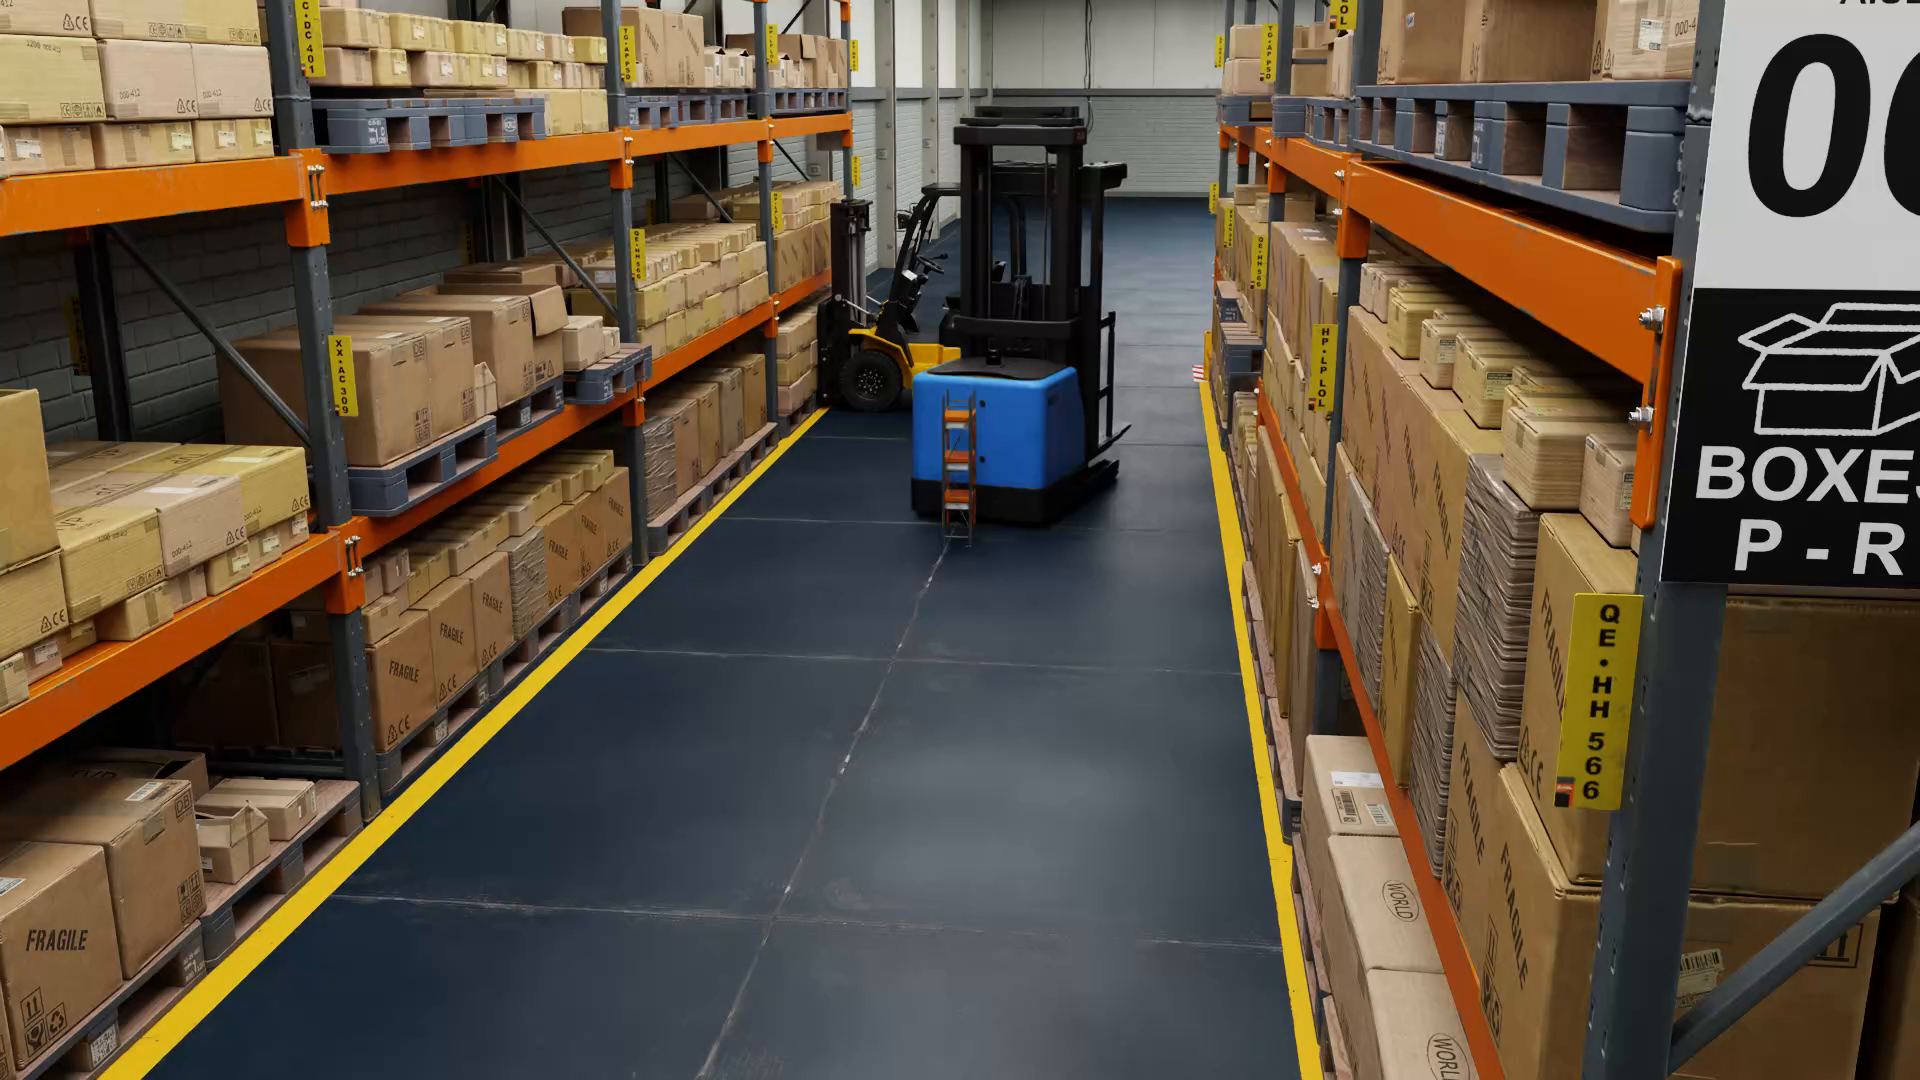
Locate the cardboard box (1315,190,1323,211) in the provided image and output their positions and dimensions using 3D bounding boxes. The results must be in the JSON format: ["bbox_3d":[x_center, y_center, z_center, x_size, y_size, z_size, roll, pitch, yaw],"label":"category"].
[{"bbox_3d":[2.915,-2.588,12.677,0.380,0.149,0.250,1,15,5],"label":"cardboard box"}]

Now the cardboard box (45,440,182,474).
[{"bbox_3d":[-3.352,-0.207,6.397,0.500,0.250,0.500,2,15,6],"label":"cardboard box"}]

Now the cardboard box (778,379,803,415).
[{"bbox_3d":[-1.741,-1.322,15.267,0.500,0.250,0.500,2,15,7],"label":"cardboard box"}]

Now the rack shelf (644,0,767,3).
[{"bbox_3d":[-2.351,-4.168,11.980,1.077,0.370,4.000,2,15,6],"label":"rack shelf"}]

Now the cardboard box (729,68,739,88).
[{"bbox_3d":[-1.947,-3.614,13.021,0.380,0.149,0.250,2,15,6],"label":"cardboard box"}]

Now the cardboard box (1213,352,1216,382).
[{"bbox_3d":[2.828,-1.765,16.907,0.500,0.250,0.500,2,15,8],"label":"cardboard box"}]

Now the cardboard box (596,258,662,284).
[{"bbox_3d":[-2.219,-1.798,11.131,0.380,0.149,0.250,2,15,7],"label":"cardboard box"}]

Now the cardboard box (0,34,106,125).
[{"bbox_3d":[-2.951,-1.375,4.971,0.500,0.250,0.500,2,15,7],"label":"cardboard box"}]

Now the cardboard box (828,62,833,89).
[{"bbox_3d":[-1.494,-4.713,16.859,0.396,0.266,0.258,2,15,6],"label":"cardboard box"}]

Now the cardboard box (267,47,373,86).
[{"bbox_3d":[-2.599,-1.899,6.679,0.380,0.149,0.250,2,15,7],"label":"cardboard box"}]

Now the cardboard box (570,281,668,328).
[{"bbox_3d":[-2.259,-1.569,11.049,0.500,0.250,0.500,2,15,6],"label":"cardboard box"}]

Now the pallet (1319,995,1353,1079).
[{"bbox_3d":[1.606,1.748,4.795,1.003,0.211,1.213,2,15,6],"label":"pallet"}]

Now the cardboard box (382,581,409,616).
[{"bbox_3d":[-2.768,0.276,7.638,0.380,0.149,0.250,1,15,5],"label":"cardboard box"}]

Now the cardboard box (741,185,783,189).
[{"bbox_3d":[-2.045,-3.593,17.199,0.380,0.149,0.250,2,15,7],"label":"cardboard box"}]

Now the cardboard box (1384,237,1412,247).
[{"bbox_3d":[2.445,-1.275,8.525,0.500,0.500,0.500,2,15,6],"label":"cardboard box"}]

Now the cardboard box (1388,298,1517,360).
[{"bbox_3d":[1.464,-0.615,4.841,0.380,0.149,0.250,1,15,5],"label":"cardboard box"}]

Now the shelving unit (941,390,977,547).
[{"bbox_3d":[-0.006,-0.493,11.474,0.215,1.050,0.252,2,15,6],"label":"shelving unit"}]

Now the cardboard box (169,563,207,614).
[{"bbox_3d":[-2.882,0.159,5.809,0.380,0.149,0.250,2,15,8],"label":"cardboard box"}]

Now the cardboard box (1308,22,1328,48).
[{"bbox_3d":[2.775,-3.586,11.955,0.500,0.250,0.500,2,15,7],"label":"cardboard box"}]

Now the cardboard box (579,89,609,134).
[{"bbox_3d":[-2.393,-2.529,9.808,0.500,0.250,0.500,1,15,4],"label":"cardboard box"}]

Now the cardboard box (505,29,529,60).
[{"bbox_3d":[-2.468,-2.571,8.629,0.380,0.149,0.250,2,15,6],"label":"cardboard box"}]

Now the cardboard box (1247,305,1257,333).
[{"bbox_3d":[2.102,-1.460,10.991,0.380,0.149,0.250,2,15,6],"label":"cardboard box"}]

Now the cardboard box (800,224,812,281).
[{"bbox_3d":[-1.717,-2.753,15.907,0.500,0.500,0.500,2,15,6],"label":"cardboard box"}]

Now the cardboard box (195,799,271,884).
[{"bbox_3d":[-2.839,1.107,6.255,0.396,0.266,0.258,2,15,8],"label":"cardboard box"}]

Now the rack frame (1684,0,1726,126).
[{"bbox_3d":[1.453,-1.969,1.705,1.000,3.000,0.127,2,15,6],"label":"rack frame"}]

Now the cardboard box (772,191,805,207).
[{"bbox_3d":[-1.717,-3.311,16.157,0.380,0.149,0.250,2,15,6],"label":"cardboard box"}]

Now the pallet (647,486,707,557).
[{"bbox_3d":[-2.445,-0.160,11.848,1.003,0.211,1.213,2,15,6],"label":"pallet"}]

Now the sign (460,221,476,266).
[{"bbox_3d":[-3.128,-1.868,10.605,0.100,0.325,0.005,2,15,6],"label":"sign"}]

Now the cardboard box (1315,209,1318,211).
[{"bbox_3d":[2.929,-2.325,12.948,0.500,0.500,0.500,2,15,7],"label":"cardboard box"}]

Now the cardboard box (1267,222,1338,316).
[{"bbox_3d":[2.057,-1.558,9.571,0.500,0.500,0.500,1,15,4],"label":"cardboard box"}]

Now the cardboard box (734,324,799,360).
[{"bbox_3d":[-1.759,-1.805,15.139,0.500,0.250,0.500,1,15,5],"label":"cardboard box"}]

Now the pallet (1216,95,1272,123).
[{"bbox_3d":[2.632,-3.386,13.051,1.213,0.211,1.003,2,15,6],"label":"pallet"}]

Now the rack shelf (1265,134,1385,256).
[{"bbox_3d":[2.130,-1.730,7.946,1.077,0.370,4.000,2,15,6],"label":"rack shelf"}]

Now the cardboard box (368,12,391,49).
[{"bbox_3d":[-2.599,-2.113,6.899,0.380,0.149,0.250,2,15,7],"label":"cardboard box"}]

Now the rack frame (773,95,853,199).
[{"bbox_3d":[-1.674,-3.368,18.372,1.000,3.000,0.127,2,15,6],"label":"rack frame"}]

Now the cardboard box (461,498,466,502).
[{"bbox_3d":[-3.073,-0.274,9.669,0.380,0.149,0.250,1,15,4],"label":"cardboard box"}]

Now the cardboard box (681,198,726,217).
[{"bbox_3d":[-2.320,-2.991,14.974,0.380,0.149,0.250,1,15,5],"label":"cardboard box"}]

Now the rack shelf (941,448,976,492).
[{"bbox_3d":[-0.006,-0.483,11.476,0.215,0.259,0.240,2,15,6],"label":"rack shelf"}]

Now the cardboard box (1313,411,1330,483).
[{"bbox_3d":[1.713,-0.401,6.728,0.500,0.250,0.500,2,15,6],"label":"cardboard box"}]

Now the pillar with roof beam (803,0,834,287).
[{"bbox_3d":[2.307,-7.540,22.305,9.100,9.000,0.400,2,15,6],"label":"pillar with roof beam"}]

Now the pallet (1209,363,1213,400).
[{"bbox_3d":[3.123,-1.648,17.351,1.003,0.211,1.213,2,15,6],"label":"pallet"}]

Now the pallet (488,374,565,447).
[{"bbox_3d":[-2.791,-0.696,8.858,1.003,0.211,1.213,2,15,6],"label":"pallet"}]

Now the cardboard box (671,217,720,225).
[{"bbox_3d":[-2.344,-2.783,14.774,0.380,0.149,0.250,2,15,6],"label":"cardboard box"}]

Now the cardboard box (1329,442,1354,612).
[{"bbox_3d":[1.592,-0.045,5.890,0.500,0.500,0.500,2,15,8],"label":"cardboard box"}]

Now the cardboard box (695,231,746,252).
[{"bbox_3d":[-1.932,-2.396,13.340,0.380,0.149,0.250,1,15,5],"label":"cardboard box"}]

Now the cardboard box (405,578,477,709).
[{"bbox_3d":[-2.699,0.491,8.085,0.500,0.500,0.500,1,15,6],"label":"cardboard box"}]

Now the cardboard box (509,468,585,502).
[{"bbox_3d":[-2.454,-0.328,9.871,0.380,0.149,0.250,1,15,4],"label":"cardboard box"}]

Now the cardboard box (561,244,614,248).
[{"bbox_3d":[-2.722,-2.080,12.173,0.380,0.149,0.250,1,15,5],"label":"cardboard box"}]

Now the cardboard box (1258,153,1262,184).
[{"bbox_3d":[3.353,-3.628,16.654,0.700,0.500,0.500,2,15,7],"label":"cardboard box"}]

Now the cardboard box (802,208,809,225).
[{"bbox_3d":[-1.655,-3.098,15.939,0.380,0.149,0.250,1,15,4],"label":"cardboard box"}]

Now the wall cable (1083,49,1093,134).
[{"bbox_3d":[2.384,-13.117,48.881,3.097,2.526,0.112,2,15,6],"label":"wall cable"}]

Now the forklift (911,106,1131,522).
[{"bbox_3d":[0.643,-1.883,13.011,1.130,2.935,3.031,6,16,20],"label":"forklift"}]

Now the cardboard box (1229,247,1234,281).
[{"bbox_3d":[2.610,-2.500,14.400,0.500,0.500,0.500,1,15,5],"label":"cardboard box"}]

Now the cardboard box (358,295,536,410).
[{"bbox_3d":[-2.604,-0.964,8.483,0.700,0.500,0.500,2,15,6],"label":"cardboard box"}]

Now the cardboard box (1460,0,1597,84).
[{"bbox_3d":[1.785,-1.509,4.555,0.797,0.503,0.637,3,15,11],"label":"cardboard box"}]

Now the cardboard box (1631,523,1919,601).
[{"bbox_3d":[1.295,-0.016,2.626,0.380,0.149,0.250,2,15,7],"label":"cardboard box"}]

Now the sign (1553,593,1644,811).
[{"bbox_3d":[0.916,0.234,2.379,0.100,0.325,0.005,2,15,6],"label":"sign"}]

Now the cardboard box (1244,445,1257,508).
[{"bbox_3d":[2.505,-0.420,11.699,0.950,0.372,0.625,1,15,5],"label":"cardboard box"}]
